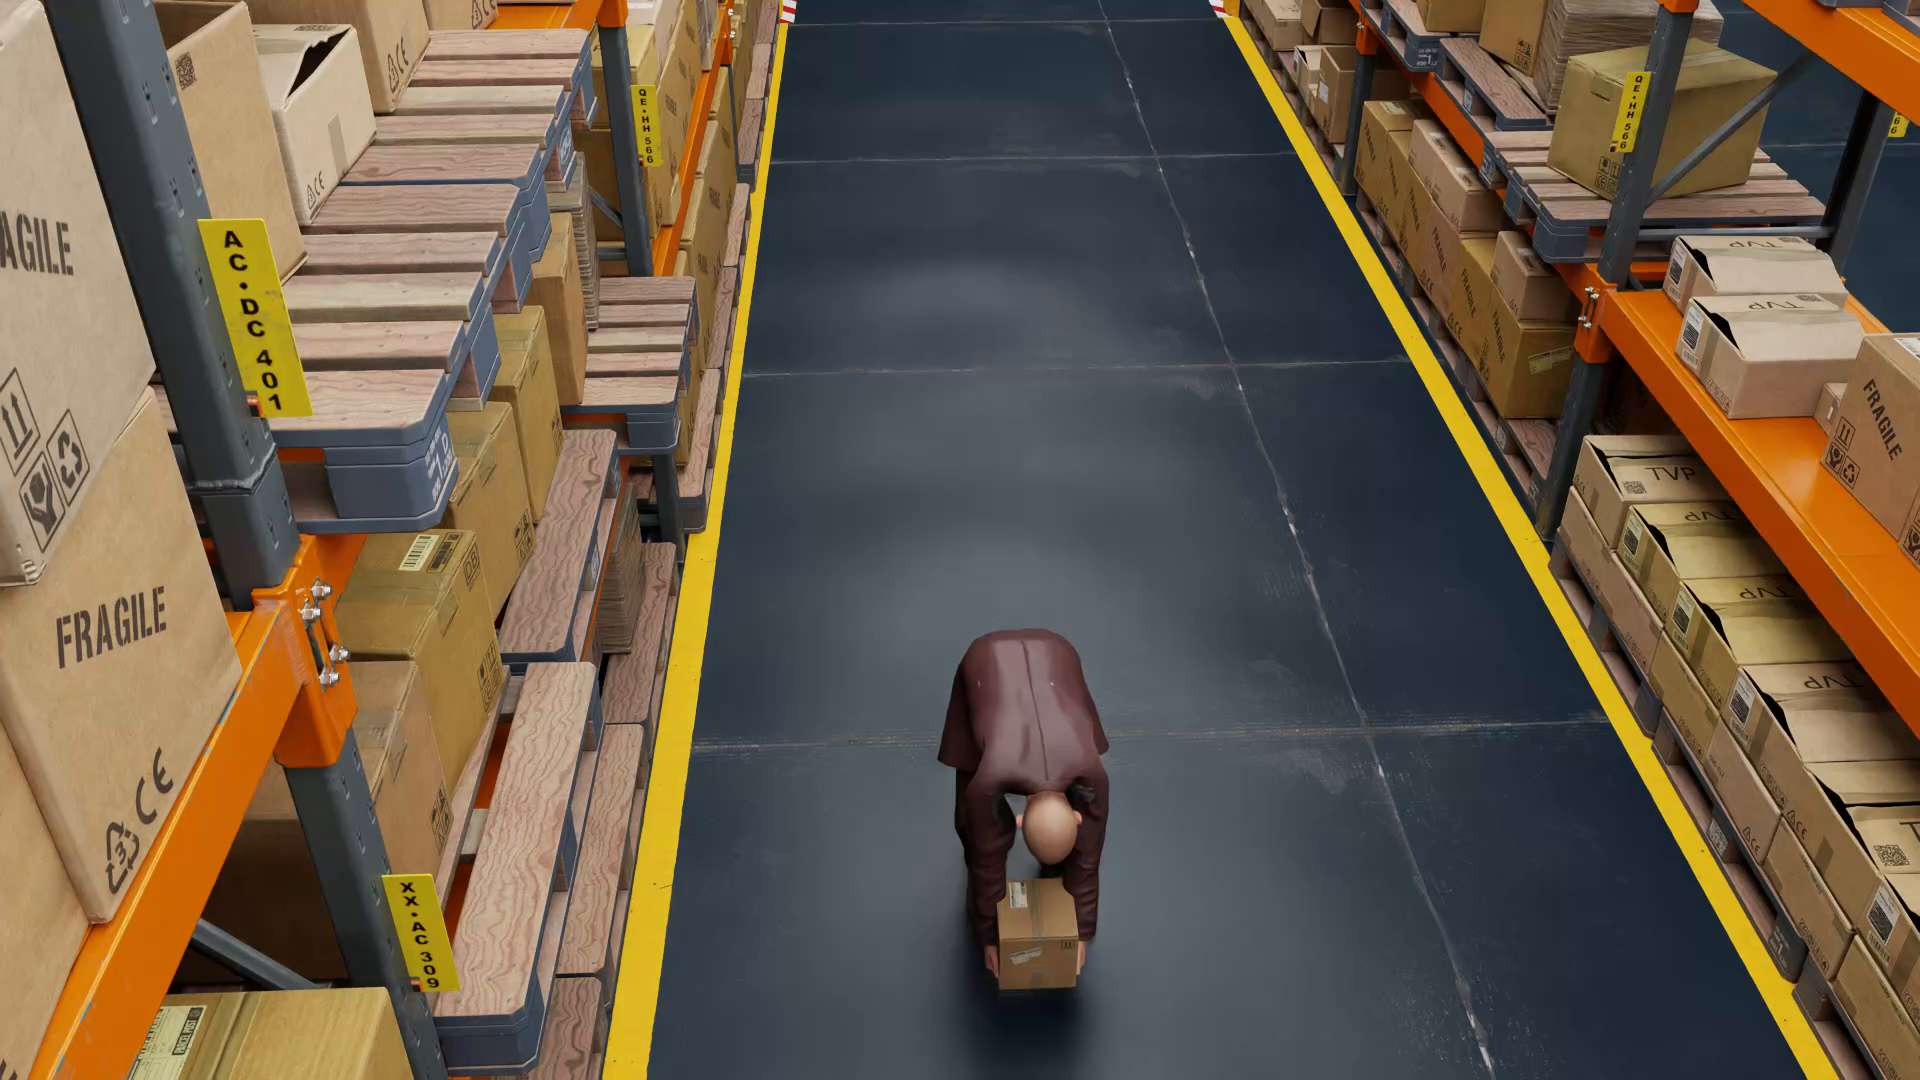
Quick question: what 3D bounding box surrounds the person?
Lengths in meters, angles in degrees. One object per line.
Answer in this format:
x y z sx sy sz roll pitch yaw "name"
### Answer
0.230 0.895 5.492 0.583 1.066 0.947 -3 35 -4 "person"
